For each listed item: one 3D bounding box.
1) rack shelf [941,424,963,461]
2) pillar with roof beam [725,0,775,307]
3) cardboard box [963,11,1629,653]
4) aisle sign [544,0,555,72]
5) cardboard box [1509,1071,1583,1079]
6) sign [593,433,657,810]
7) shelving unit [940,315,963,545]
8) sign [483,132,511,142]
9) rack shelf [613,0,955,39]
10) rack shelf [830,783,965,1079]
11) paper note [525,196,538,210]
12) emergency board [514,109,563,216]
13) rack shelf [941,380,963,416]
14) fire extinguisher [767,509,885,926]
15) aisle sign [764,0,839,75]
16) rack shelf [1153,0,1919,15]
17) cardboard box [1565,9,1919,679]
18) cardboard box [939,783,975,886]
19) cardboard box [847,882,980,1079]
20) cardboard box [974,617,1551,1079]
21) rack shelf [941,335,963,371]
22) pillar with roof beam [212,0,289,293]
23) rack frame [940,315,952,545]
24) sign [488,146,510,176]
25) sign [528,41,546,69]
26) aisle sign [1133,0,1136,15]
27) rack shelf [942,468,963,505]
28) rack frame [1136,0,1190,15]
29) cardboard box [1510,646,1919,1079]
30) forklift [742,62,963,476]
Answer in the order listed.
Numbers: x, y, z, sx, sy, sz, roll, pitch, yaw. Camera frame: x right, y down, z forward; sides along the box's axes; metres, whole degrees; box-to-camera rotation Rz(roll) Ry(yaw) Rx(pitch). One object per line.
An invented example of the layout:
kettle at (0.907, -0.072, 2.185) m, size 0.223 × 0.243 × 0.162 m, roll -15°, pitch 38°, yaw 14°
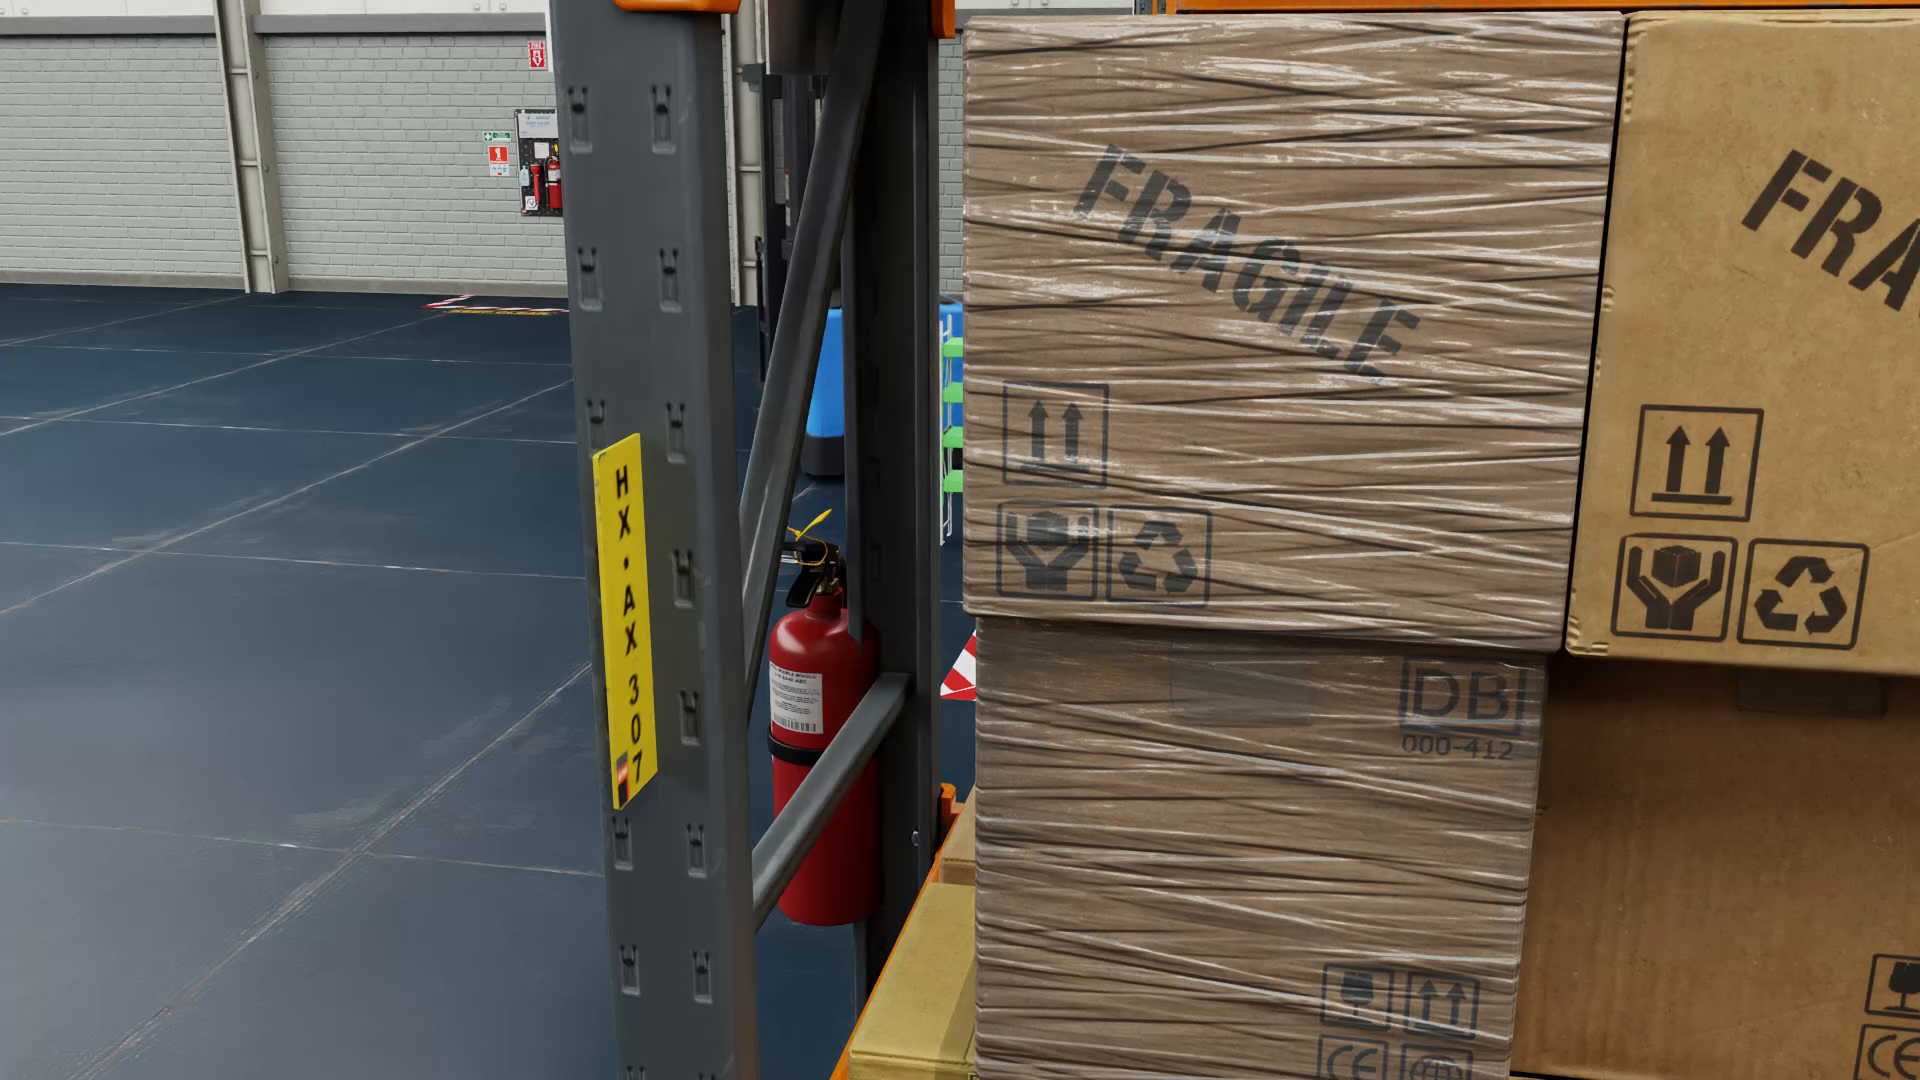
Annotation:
rack shelf at (0.162, -0.508, 8.817) m, size 0.480 × 0.148 × 0.258 m, roll 3°, pitch 16°, yaw 11°
pillar with roof beam at (-3.107, -5.812, 13.118) m, size 0.400 × 9.000 × 9.100 m, roll 3°, pitch 16°, yaw 11°
cardboard box at (0.296, -0.225, 1.567) m, size 0.500 × 0.500 × 0.500 m, roll 3°, pitch 16°, yaw 11°
aisle sign at (-0.309, -0.830, 1.498) m, size 0.004 × 0.787 × 0.394 m, roll 3°, pitch 16°, yaw 11°
cardboard box at (0.526, 0.582, 1.742) m, size 0.250 × 0.149 × 0.380 m, roll 3°, pitch 16°, yaw 11°
sign at (-0.297, 0.073, 1.488) m, size 0.005 × 0.325 × 0.100 m, roll 3°, pitch 16°, yaw 11°
shelving unit at (0.162, -0.569, 8.800) m, size 0.503 × 1.200 × 0.258 m, roll 3°, pitch 16°, yaw 11°
sign at (-5.182, -4.515, 18.614) m, size 0.331 × 0.109 × 0.001 m, roll 3°, pitch 16°, yaw 11°
rack shelf at (1.771, -0.644, 1.428) m, size 4.000 × 0.370 × 1.077 m, roll 3°, pitch 16°, yaw 11°
rack shelf at (1.771, 0.801, 1.828) m, size 4.000 × 0.370 × 1.077 m, roll 3°, pitch 16°, yaw 11°
paper note at (-4.823, -3.792, 18.712) m, size 0.142 × 0.148 × 0.016 m, roll 3°, pitch 16°, yaw 11°
emergency board at (-4.663, -4.189, 18.495) m, size 0.643 × 1.169 × 0.194 m, roll 3°, pitch 16°, yaw 11°
rack shelf at (0.162, -0.739, 8.753) m, size 0.480 × 0.148 × 0.258 m, roll 3°, pitch 16°, yaw 11°
fire extinguisher at (-0.209, 0.259, 2.584) m, size 0.183 × 0.674 × 0.296 m, roll 3°, pitch 16°, yaw 11°
aisle sign at (-0.190, -0.987, 2.065) m, size 0.004 × 0.787 × 0.394 m, roll 3°, pitch 16°, yaw 11°
rack shelf at (2.758, -1.940, 6.105) m, size 4.000 × 0.370 × 1.077 m, roll 3°, pitch 16°, yaw 11°
cardboard box at (0.784, -0.196, 1.464) m, size 0.500 × 0.500 × 0.500 m, roll 3°, pitch 16°, yaw 11°
cardboard box at (0.132, 0.430, 2.290) m, size 0.250 × 0.149 × 0.380 m, roll 3°, pitch 16°, yaw 11°
cardboard box at (0.043, 0.547, 1.870) m, size 0.250 × 0.149 × 0.380 m, roll 3°, pitch 16°, yaw 11°
cardboard box at (0.345, 0.193, 1.932) m, size 0.500 × 0.500 × 0.875 m, roll 3°, pitch 16°, yaw 11°
rack shelf at (0.162, -0.970, 8.689) m, size 0.480 × 0.148 × 0.258 m, roll 3°, pitch 16°, yaw 11°
pillar with roof beam at (-8.986, -6.132, 14.271) m, size 0.400 × 9.000 × 9.100 m, roll 3°, pitch 16°, yaw 11°
rack frame at (-0.077, -0.582, 8.847) m, size 0.015 × 1.200 × 0.240 m, roll 3°, pitch 16°, yaw 11°
sign at (-5.184, -4.263, 18.694) m, size 0.234 × 0.329 × 0.001 m, roll 3°, pitch 16°, yaw 11°
sign at (-4.651, -5.333, 18.281) m, size 0.199 × 0.298 × 0.001 m, roll 3°, pitch 16°, yaw 11°
aisle sign at (0.669, -2.128, 6.184) m, size 0.004 × 0.787 × 0.394 m, roll 3°, pitch 16°, yaw 11°
rack shelf at (0.162, -0.277, 8.881) m, size 0.480 × 0.148 × 0.258 m, roll 3°, pitch 16°, yaw 11°
rack frame at (0.798, -0.948, 6.794) m, size 0.127 × 3.000 × 1.000 m, roll 3°, pitch 16°, yaw 11°
cardboard box at (0.859, 0.188, 1.949) m, size 0.500 × 0.500 × 0.875 m, roll 3°, pitch 16°, yaw 11°
forklift at (-0.835, -2.153, 11.274) m, size 1.130 × 2.935 × 3.031 m, roll -5°, pitch 16°, yaw -16°
